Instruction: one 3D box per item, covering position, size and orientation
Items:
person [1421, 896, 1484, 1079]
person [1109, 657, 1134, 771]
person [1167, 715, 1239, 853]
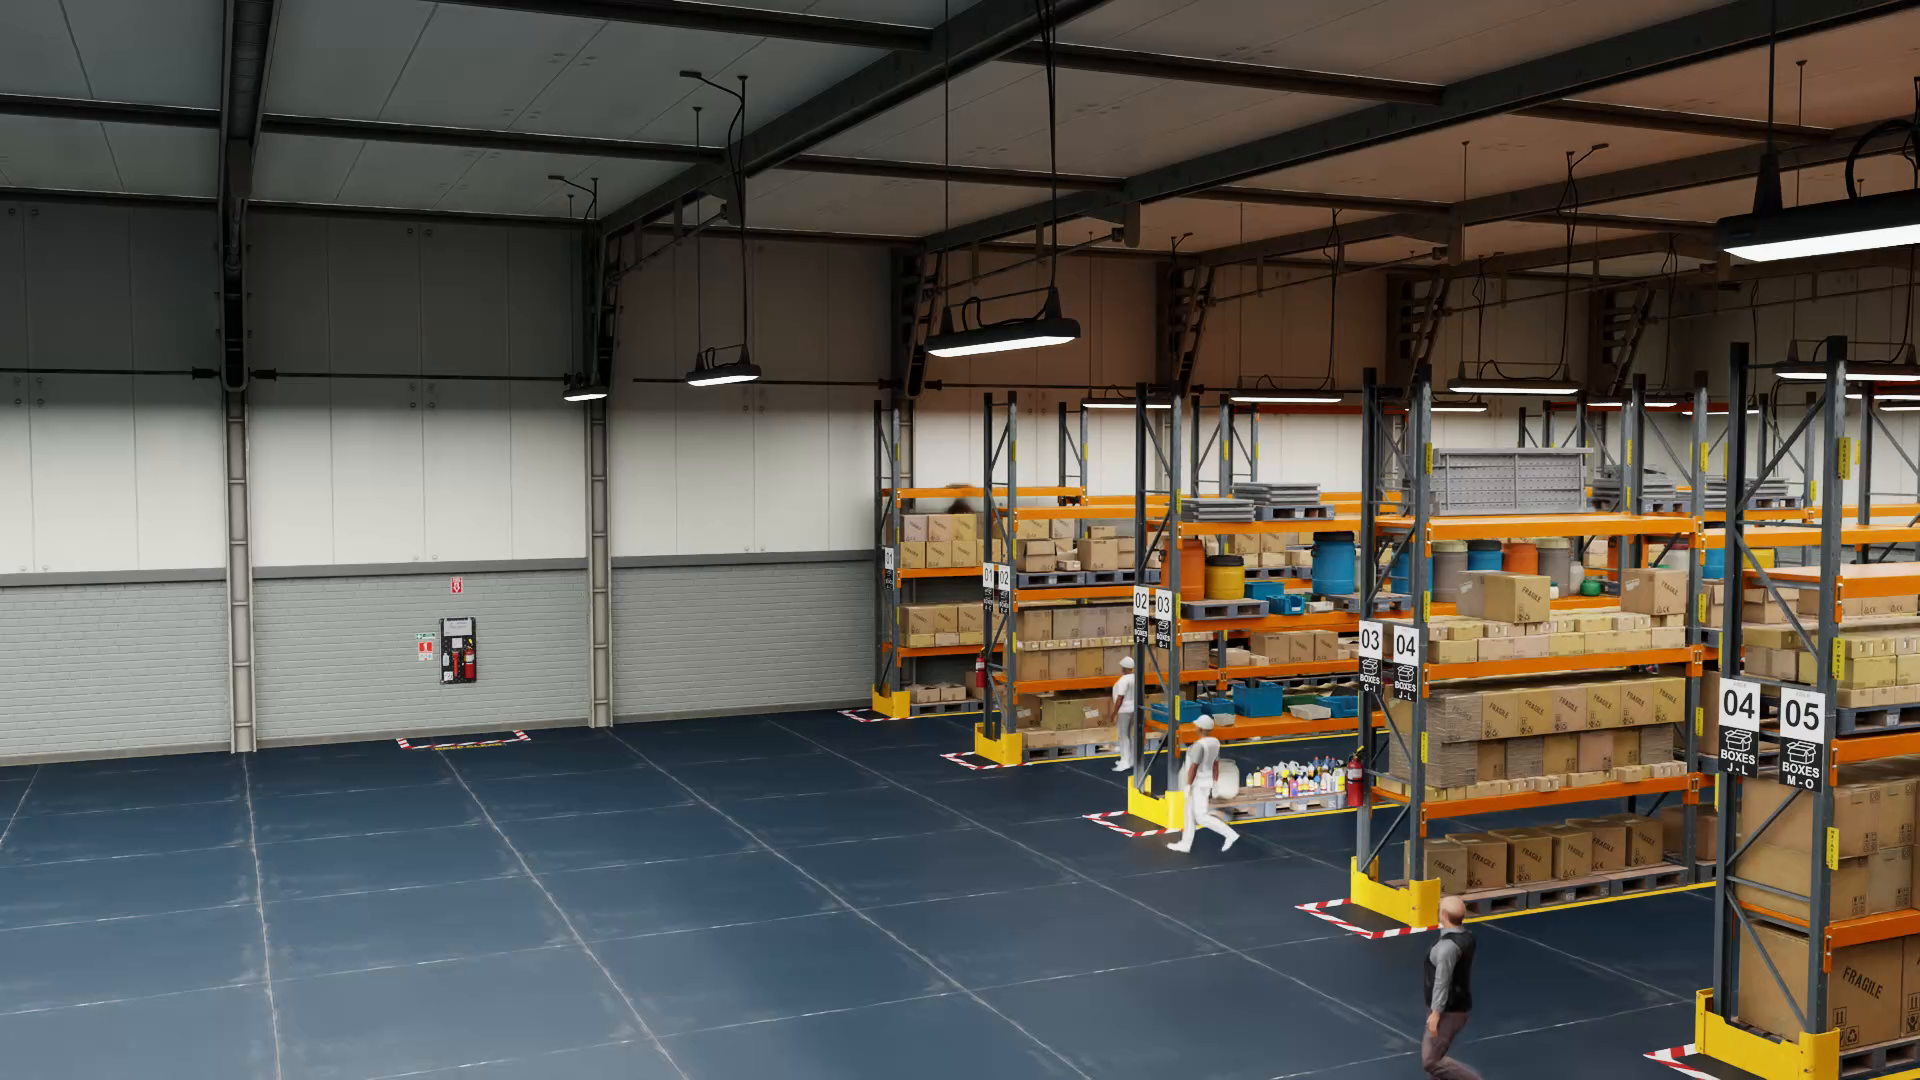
[{"bbox_3d":[3.727,3.557,12.613,0.578,1.716,0.499,1,3,10],"label":"person"},{"bbox_3d":[2.613,2.751,26.446,0.428,1.803,0.574,1,3,15],"label":"person"},{"bbox_3d":[3.049,3.073,20.850,0.902,1.769,0.516,0,3,8],"label":"person"}]
